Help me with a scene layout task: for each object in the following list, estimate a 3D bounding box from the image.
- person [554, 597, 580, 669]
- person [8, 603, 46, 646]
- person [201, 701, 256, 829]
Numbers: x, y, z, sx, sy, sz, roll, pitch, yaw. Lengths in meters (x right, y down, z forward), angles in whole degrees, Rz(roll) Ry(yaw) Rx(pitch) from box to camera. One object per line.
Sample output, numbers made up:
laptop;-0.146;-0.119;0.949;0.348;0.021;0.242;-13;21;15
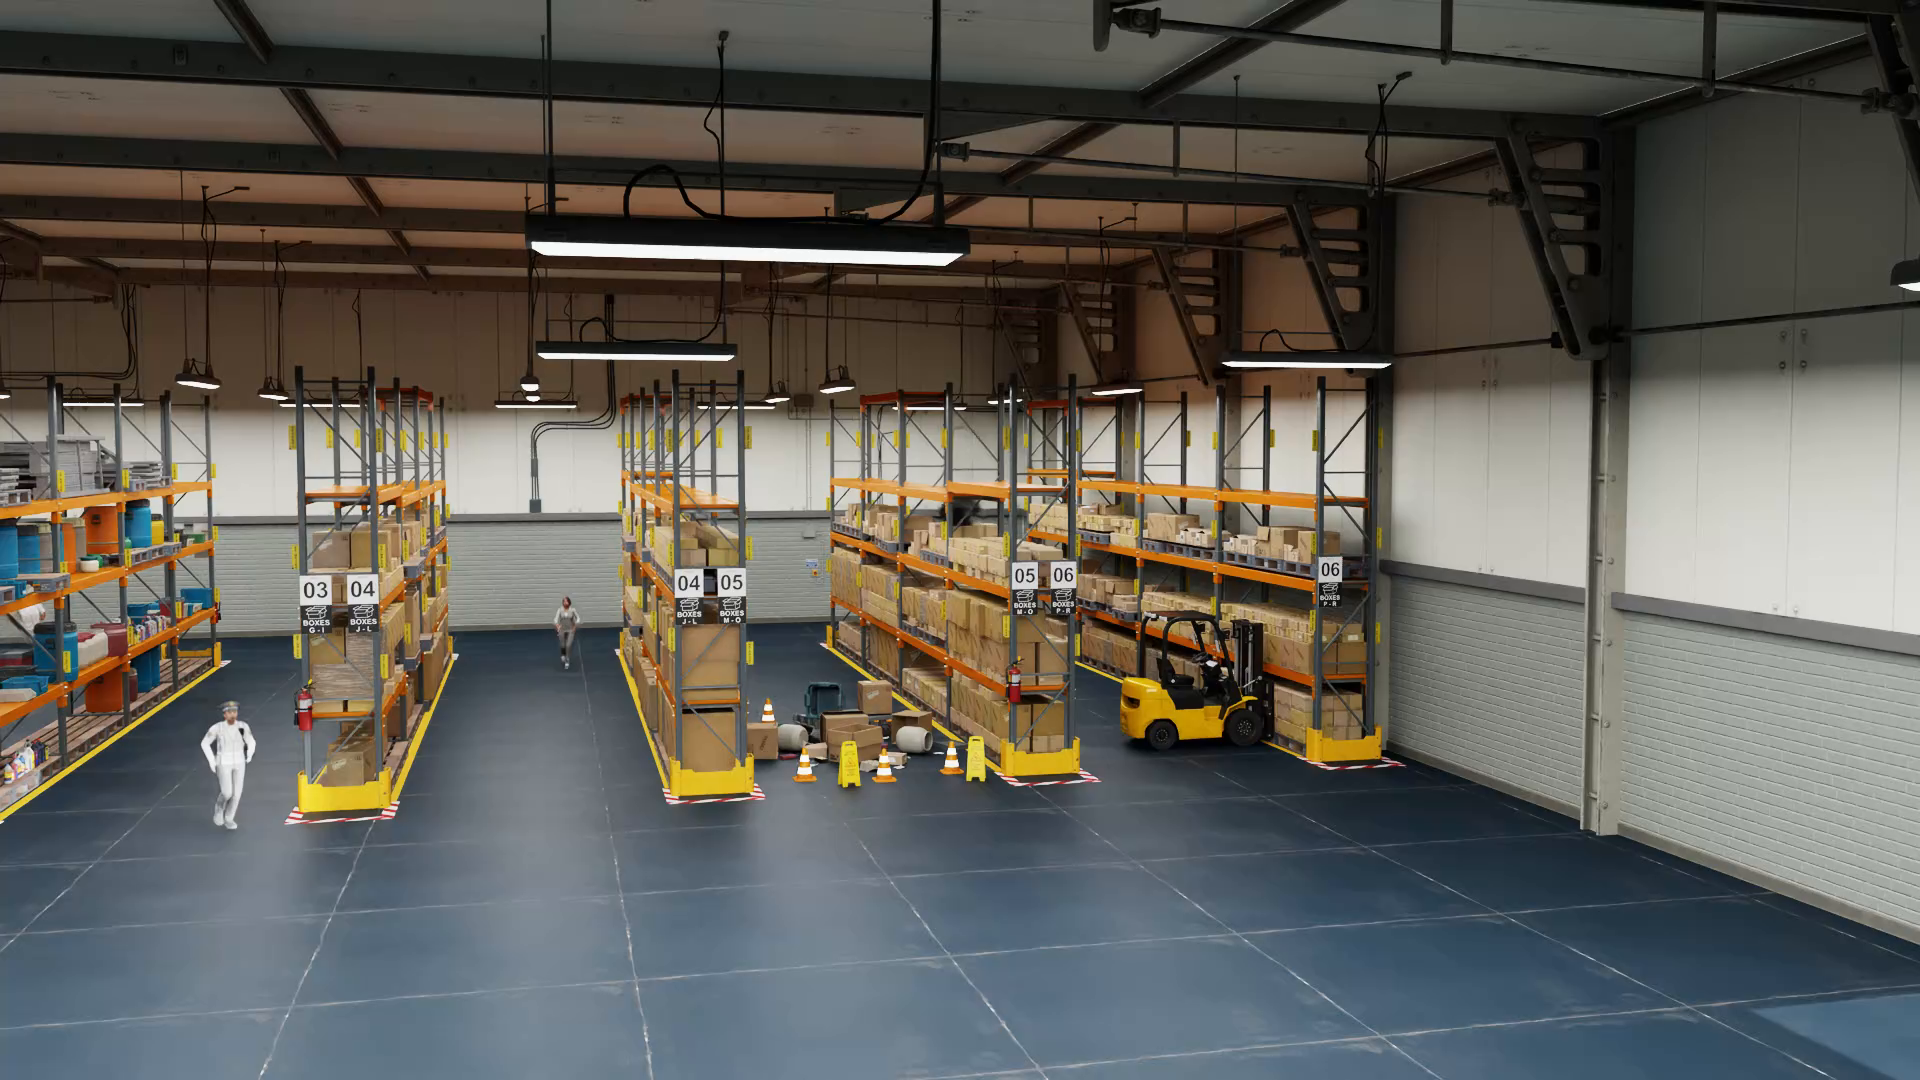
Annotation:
person;-8.679;2.036;36.777;0.560;1.576;0.543;-1;3;-10
person;-20.412;1.974;36.463;0.923;1.725;0.705;3;4;40
person;-9.371;2.895;21.414;0.628;1.662;0.529;-3;5;-41
